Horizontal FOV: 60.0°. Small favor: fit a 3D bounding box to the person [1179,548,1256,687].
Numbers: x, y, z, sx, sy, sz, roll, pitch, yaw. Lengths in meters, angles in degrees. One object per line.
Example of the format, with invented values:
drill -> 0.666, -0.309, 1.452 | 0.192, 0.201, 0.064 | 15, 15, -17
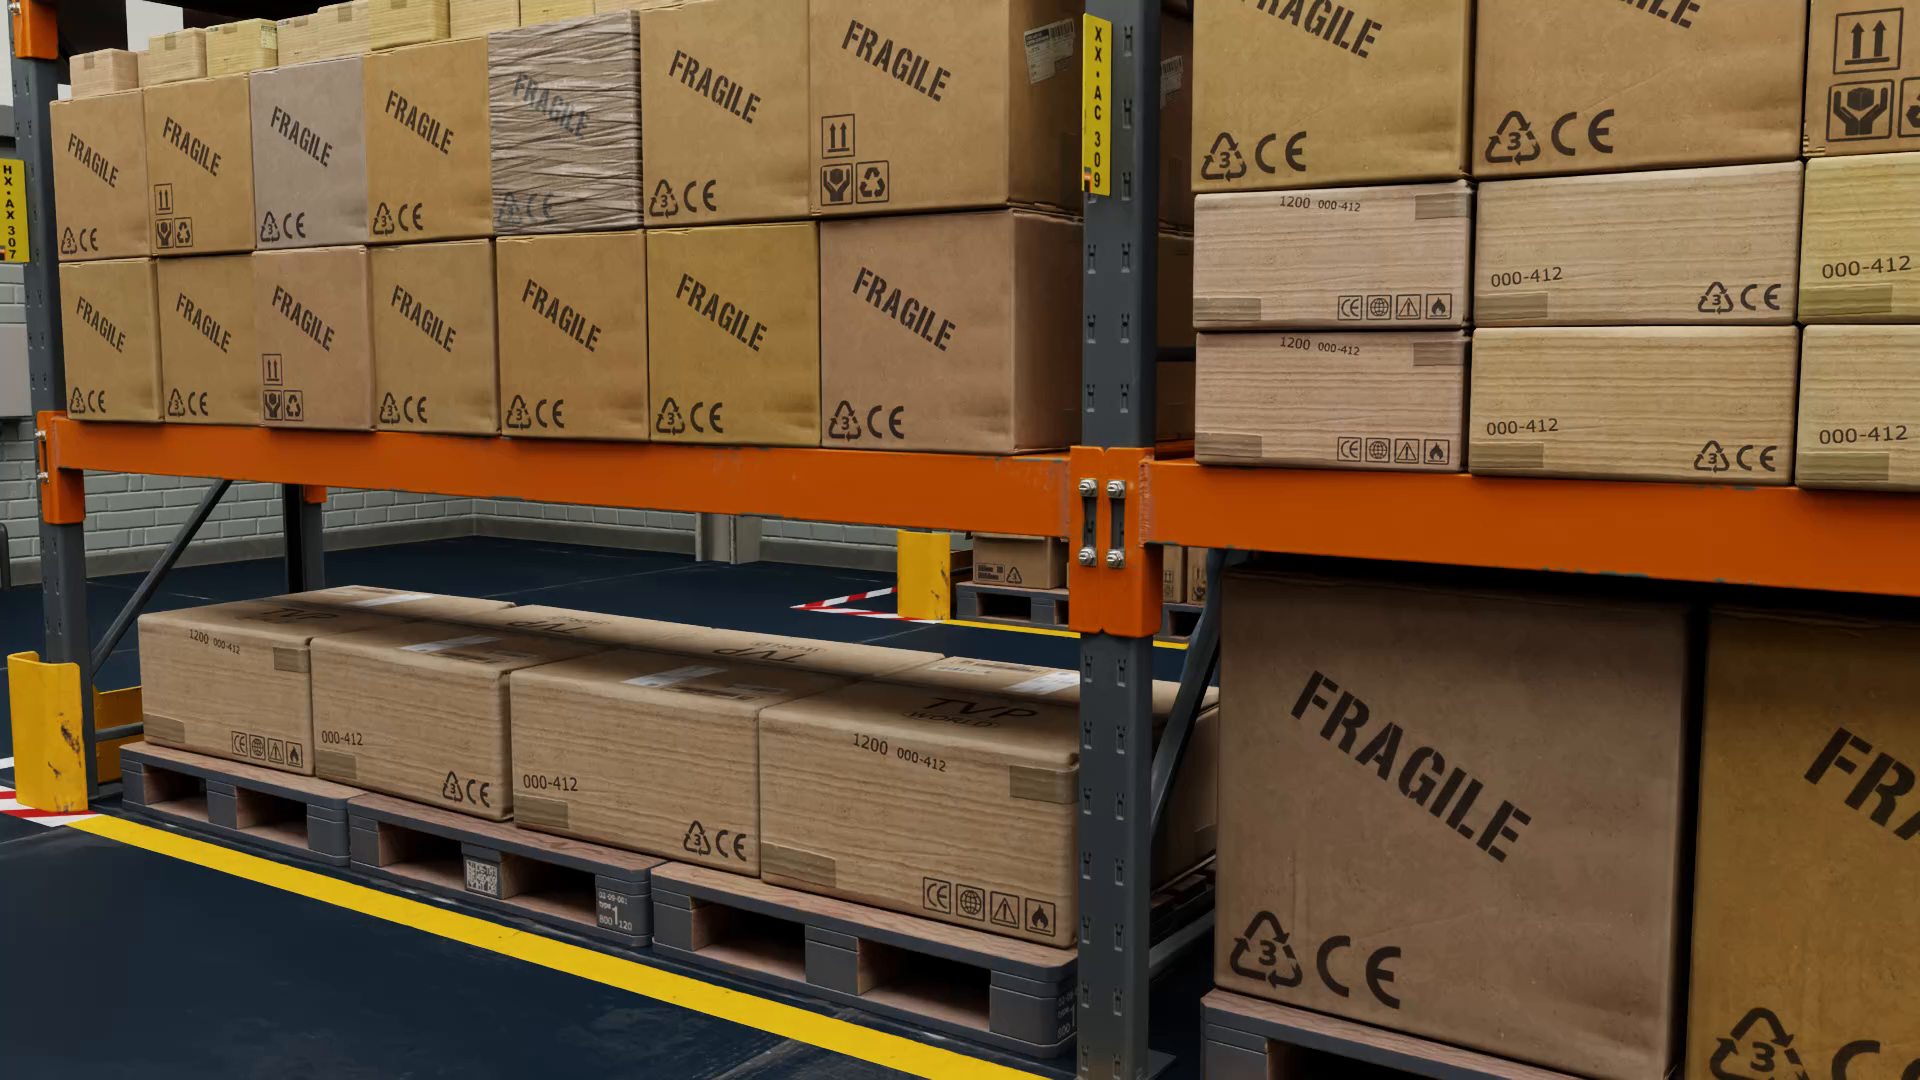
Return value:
person -> 1.252, -0.096, 6.522 | 0.842, 1.738, 0.678 | -2, 7, -17
